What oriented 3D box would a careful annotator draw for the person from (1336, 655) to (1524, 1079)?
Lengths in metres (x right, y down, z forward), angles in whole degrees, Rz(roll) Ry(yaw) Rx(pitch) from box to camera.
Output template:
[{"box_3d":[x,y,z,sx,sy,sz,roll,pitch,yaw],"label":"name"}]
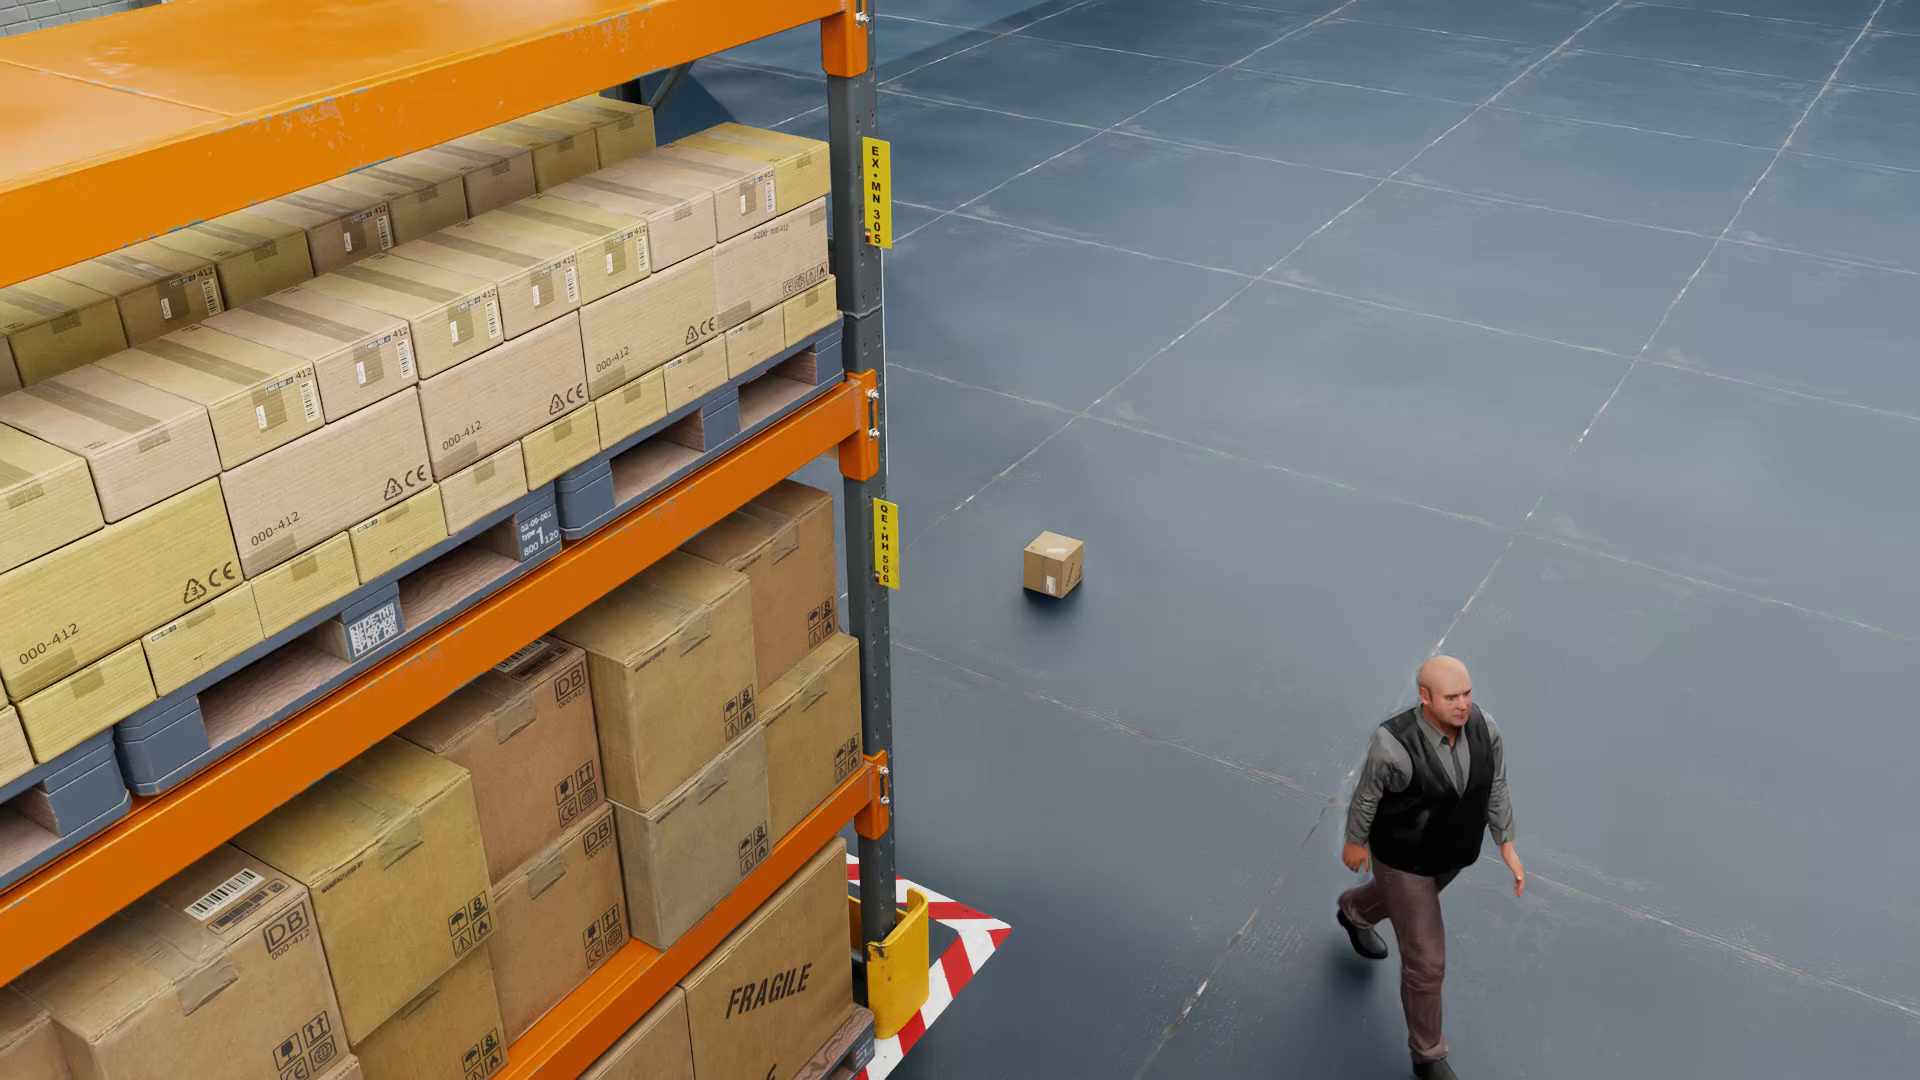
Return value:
[{"box_3d":[1.762,1.165,6.223,0.549,1.679,1.038,-13,33,-21],"label":"person"}]
